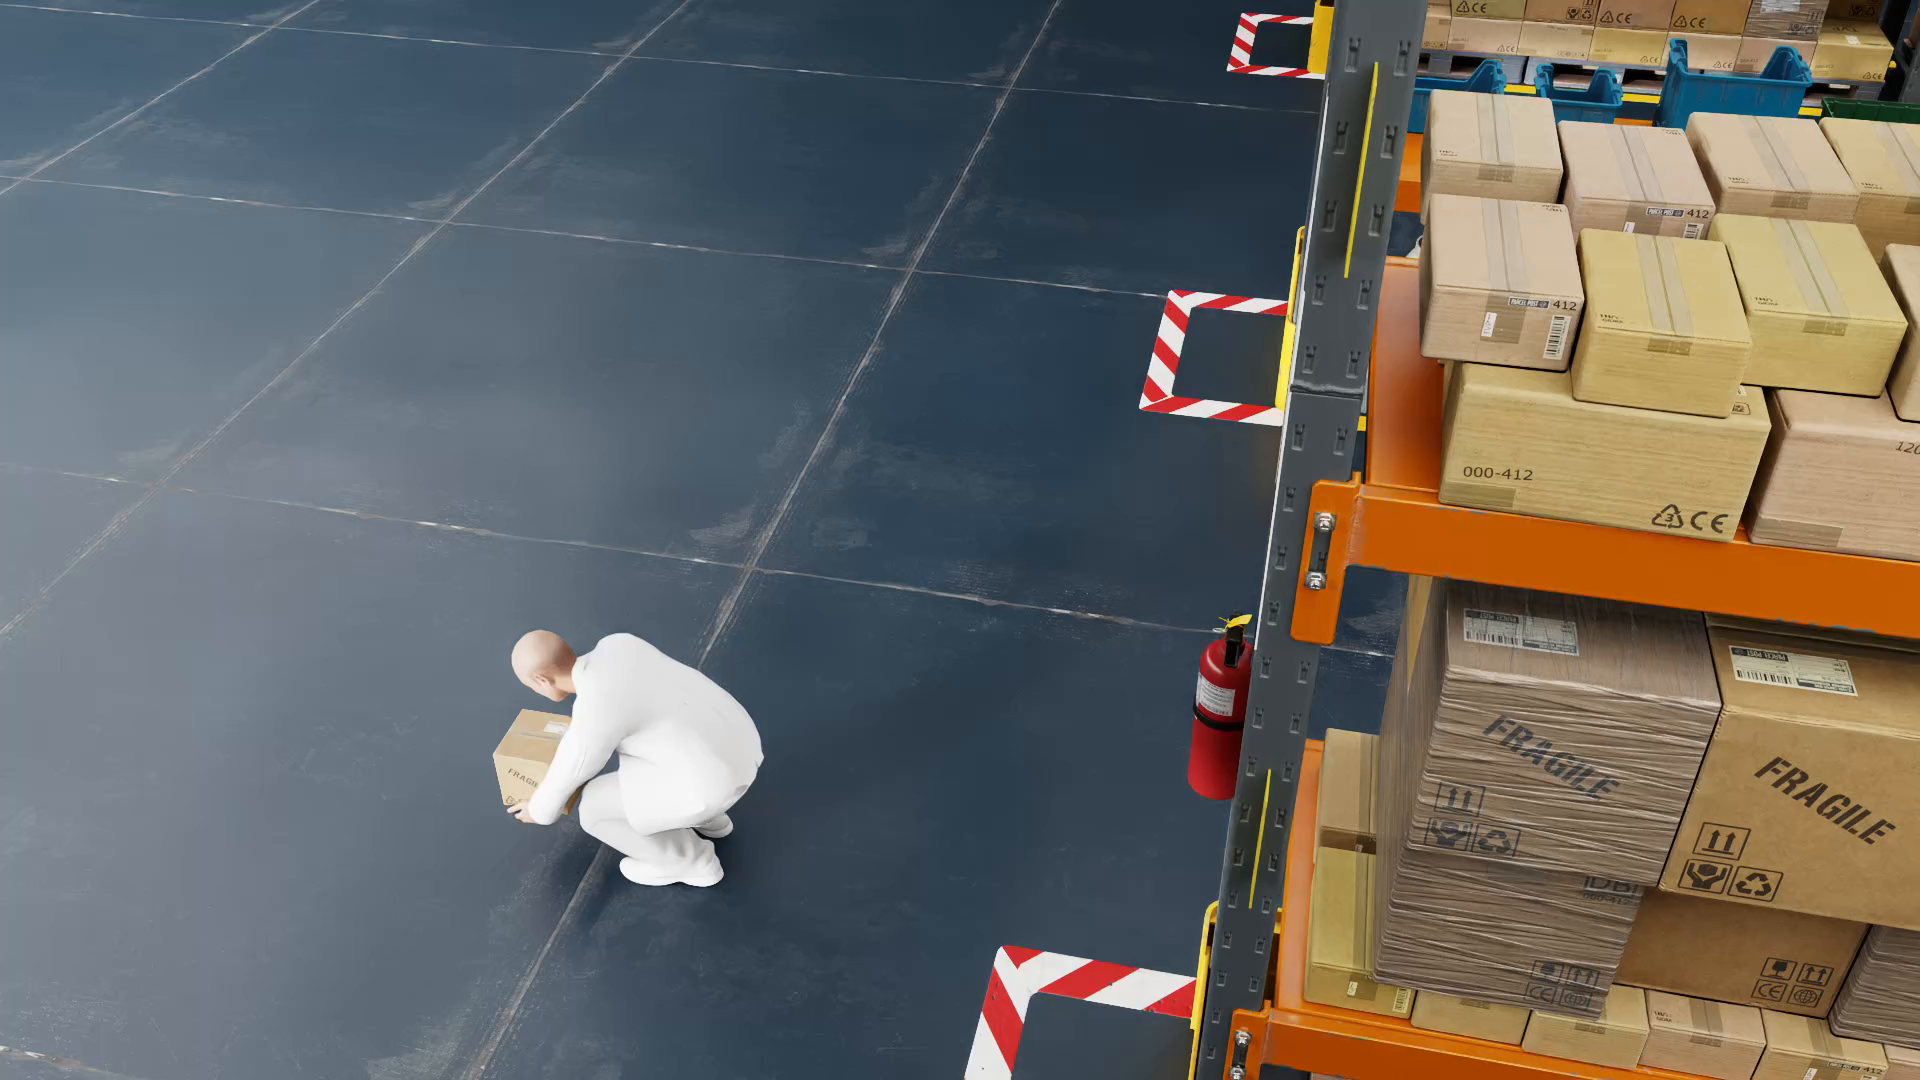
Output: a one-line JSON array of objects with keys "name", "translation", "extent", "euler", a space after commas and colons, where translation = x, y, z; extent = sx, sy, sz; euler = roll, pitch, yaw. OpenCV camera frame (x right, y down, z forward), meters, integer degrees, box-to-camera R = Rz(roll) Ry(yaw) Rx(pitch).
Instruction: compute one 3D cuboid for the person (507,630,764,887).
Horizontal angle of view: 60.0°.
[{"name": "person", "translation": [-1.147, 0.725, 5.830], "extent": [0.912, 0.999, 0.607], "euler": [7, 37, 10]}]
